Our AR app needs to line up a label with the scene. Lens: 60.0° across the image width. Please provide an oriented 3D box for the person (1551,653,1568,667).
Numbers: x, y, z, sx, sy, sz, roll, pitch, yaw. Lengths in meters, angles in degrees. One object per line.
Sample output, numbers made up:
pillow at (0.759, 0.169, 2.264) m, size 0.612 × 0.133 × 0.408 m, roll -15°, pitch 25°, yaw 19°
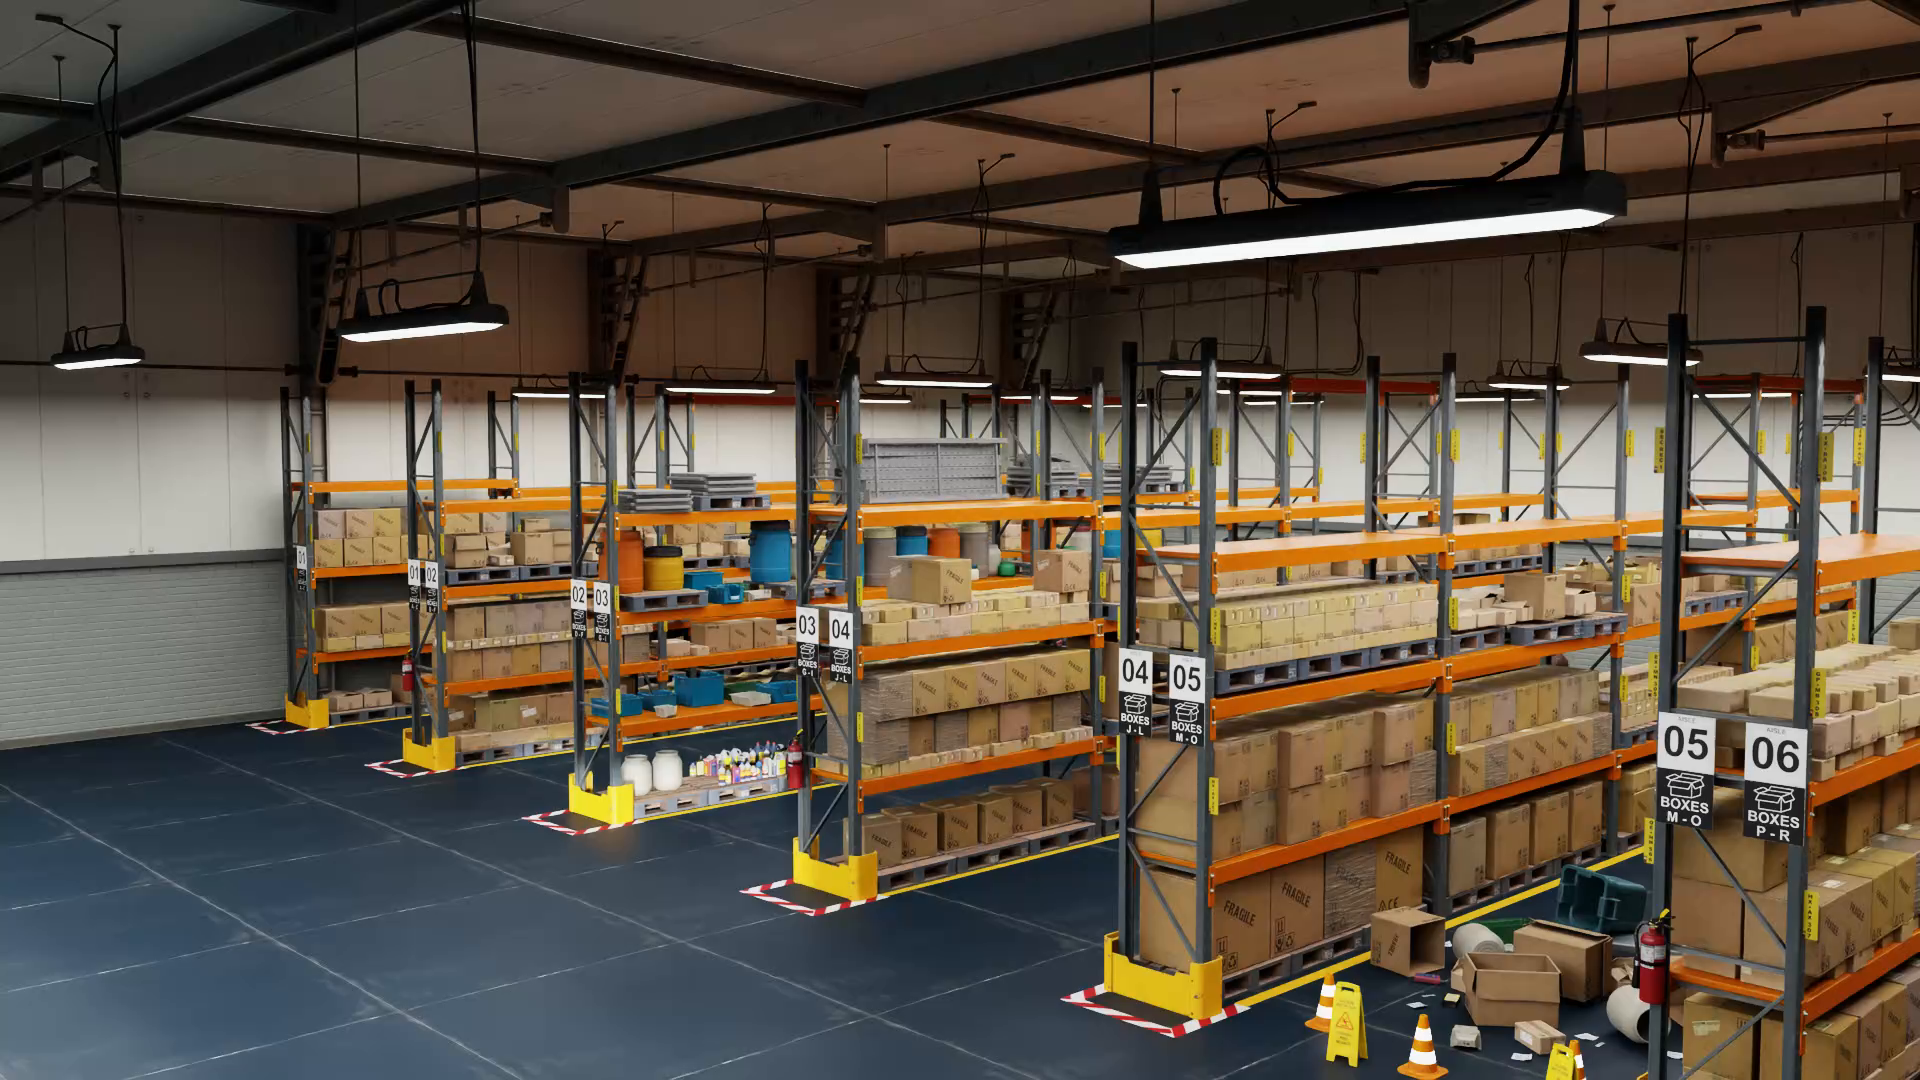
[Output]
person at (9.682, 2.535, 27.310) m, size 0.631 × 1.783 × 0.499 m, roll -2°, pitch 4°, yaw -34°

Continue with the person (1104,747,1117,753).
person at (2.596, 2.547, 27.010) m, size 0.412 × 1.771 × 0.618 m, roll 1°, pitch 4°, yaw 20°
